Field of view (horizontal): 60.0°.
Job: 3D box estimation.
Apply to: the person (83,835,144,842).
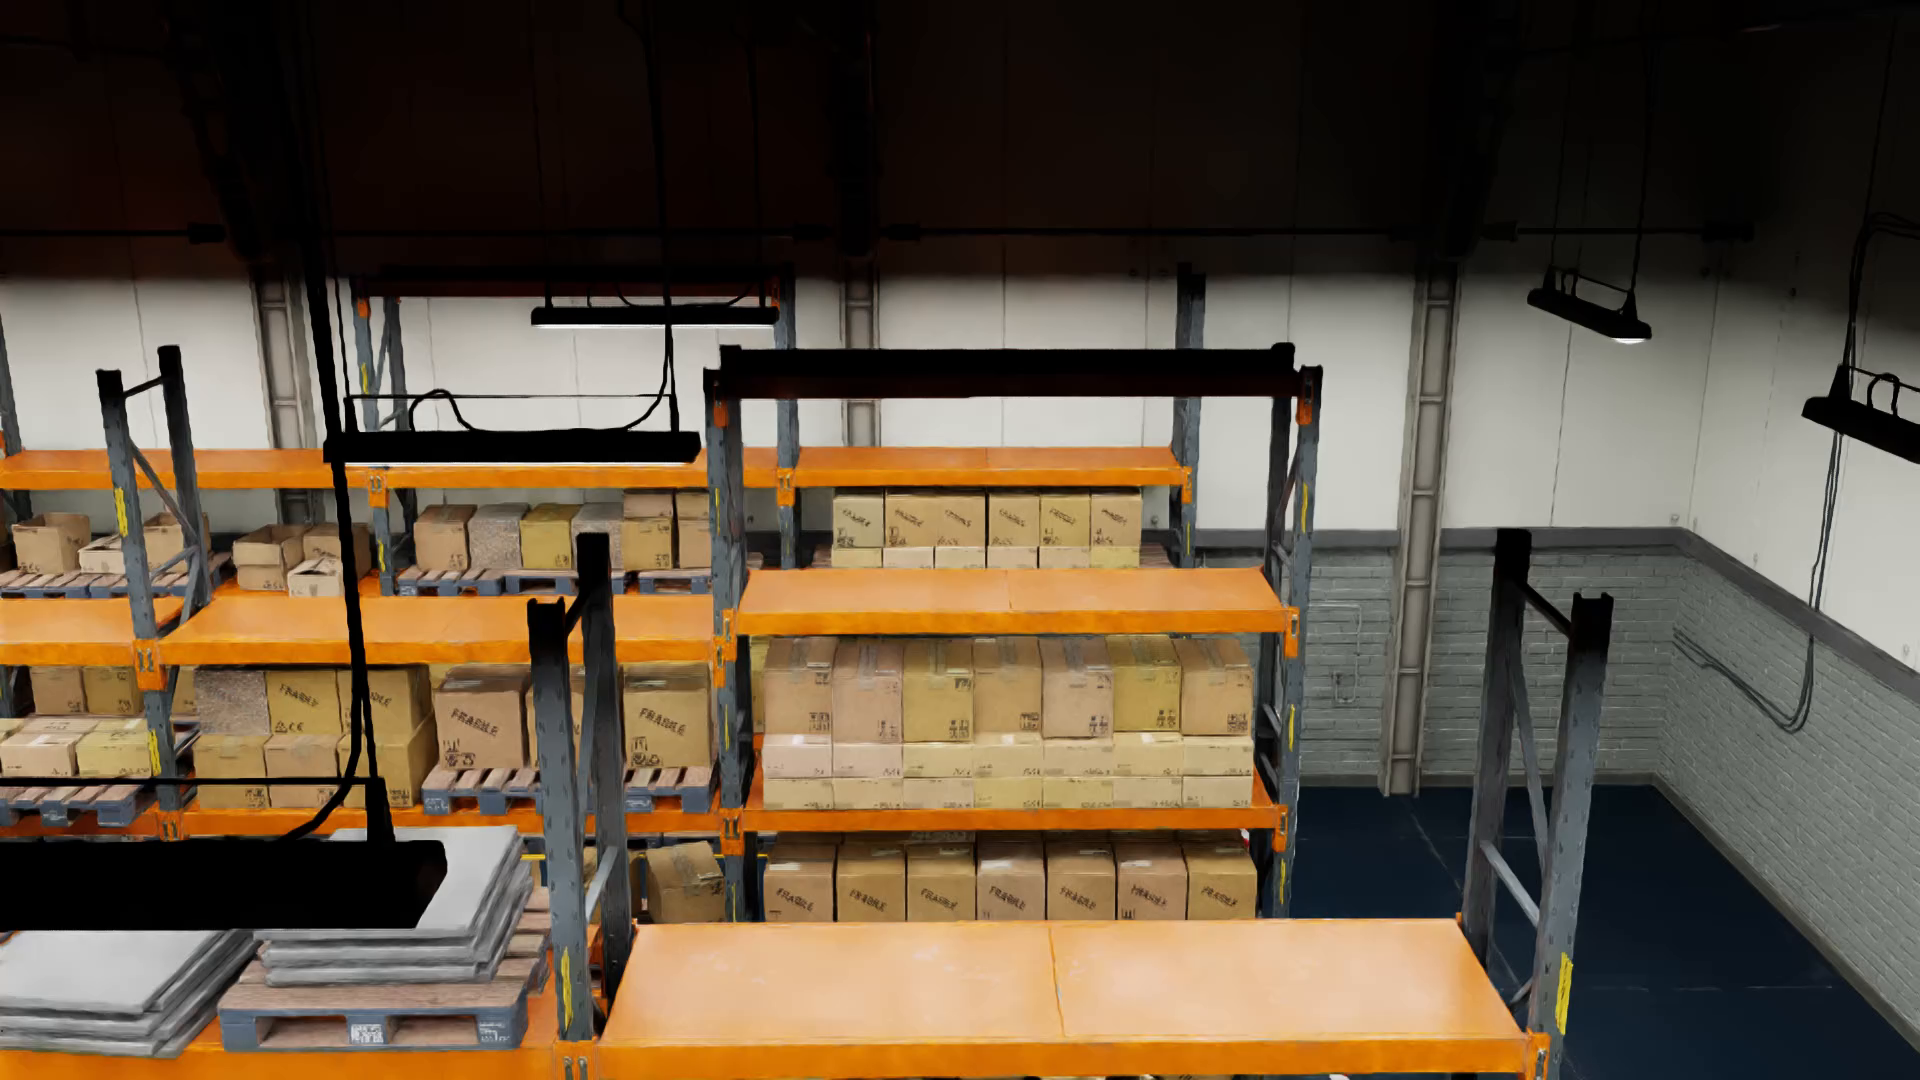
[{"bbox_3d":[-7.684,3.012,15.172,0.539,1.679,0.450,-9,18,-28],"label":"person"}]
